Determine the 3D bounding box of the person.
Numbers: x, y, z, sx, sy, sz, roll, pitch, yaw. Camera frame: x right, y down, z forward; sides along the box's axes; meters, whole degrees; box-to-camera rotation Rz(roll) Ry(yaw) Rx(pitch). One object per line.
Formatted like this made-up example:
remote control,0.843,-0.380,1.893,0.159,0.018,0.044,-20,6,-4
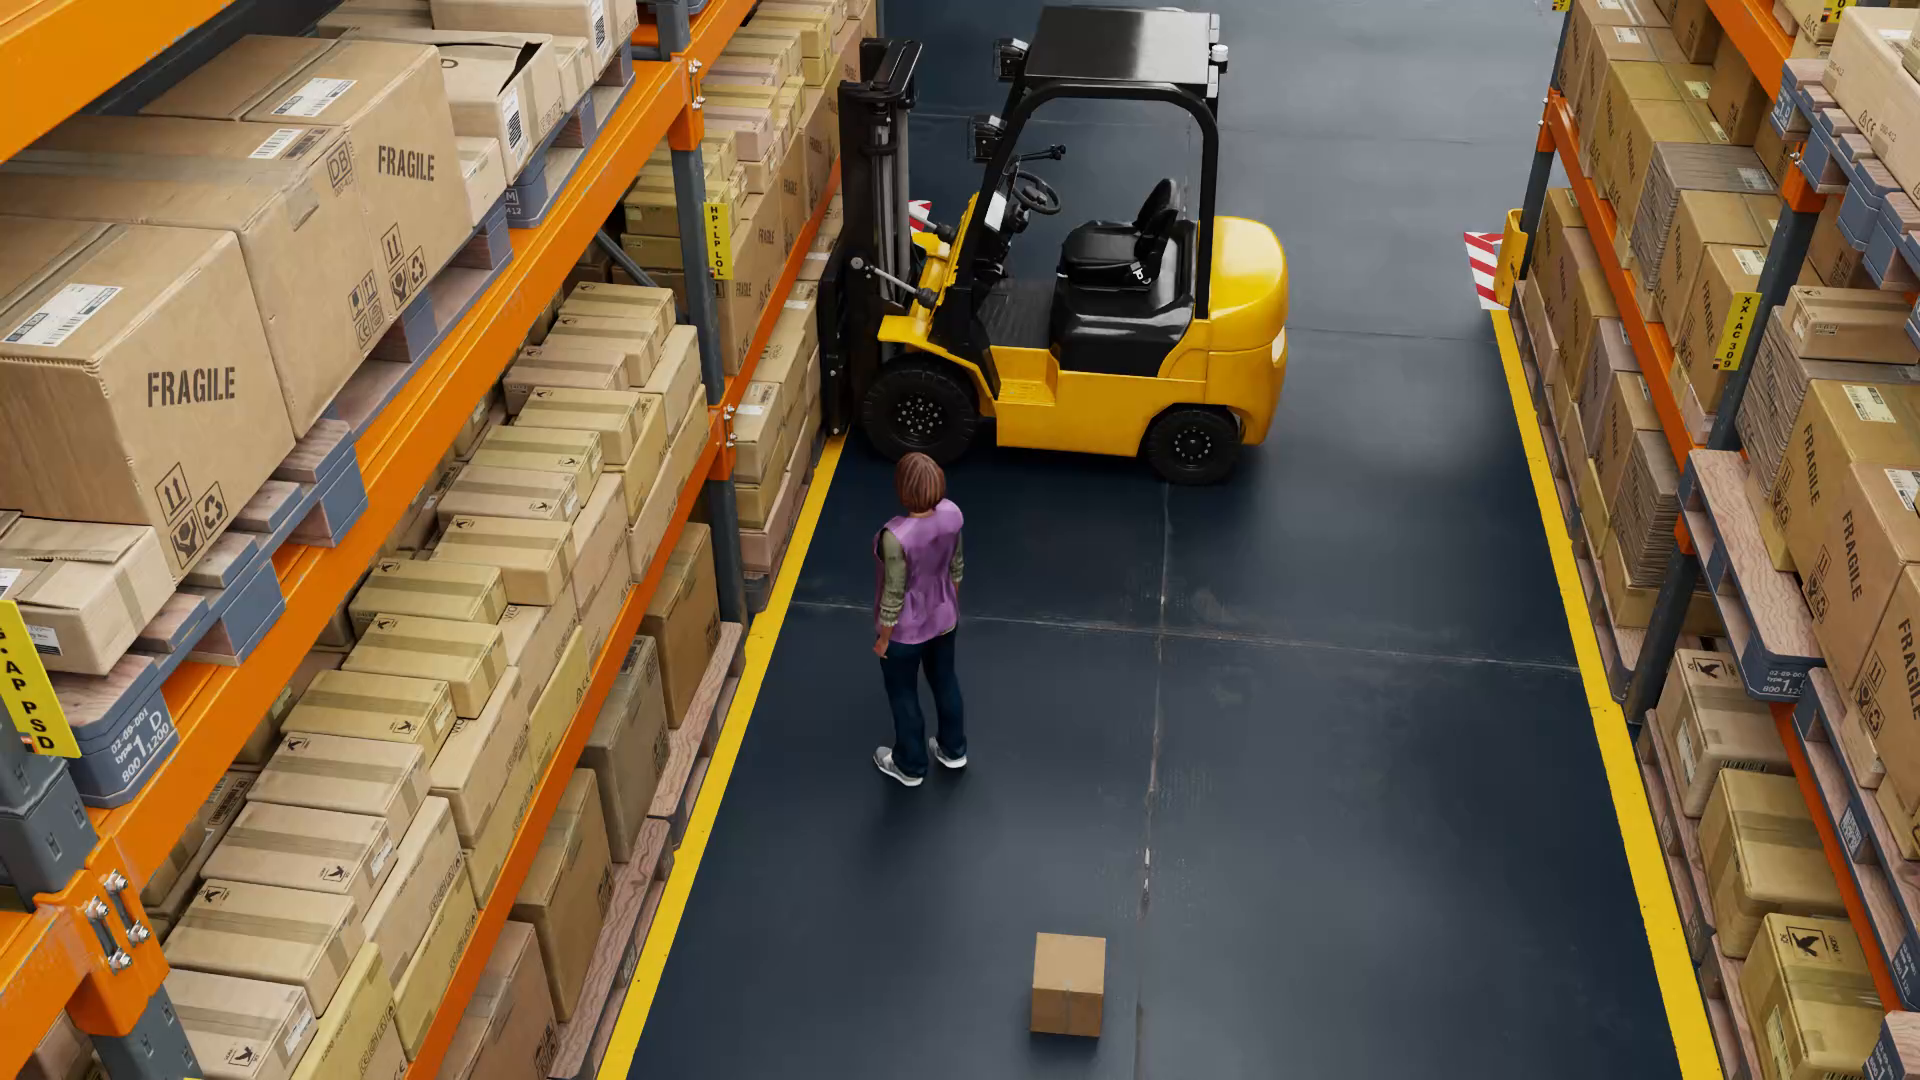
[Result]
person,-0.177,0.334,6.620,0.413,1.639,0.334,-27,44,-31
